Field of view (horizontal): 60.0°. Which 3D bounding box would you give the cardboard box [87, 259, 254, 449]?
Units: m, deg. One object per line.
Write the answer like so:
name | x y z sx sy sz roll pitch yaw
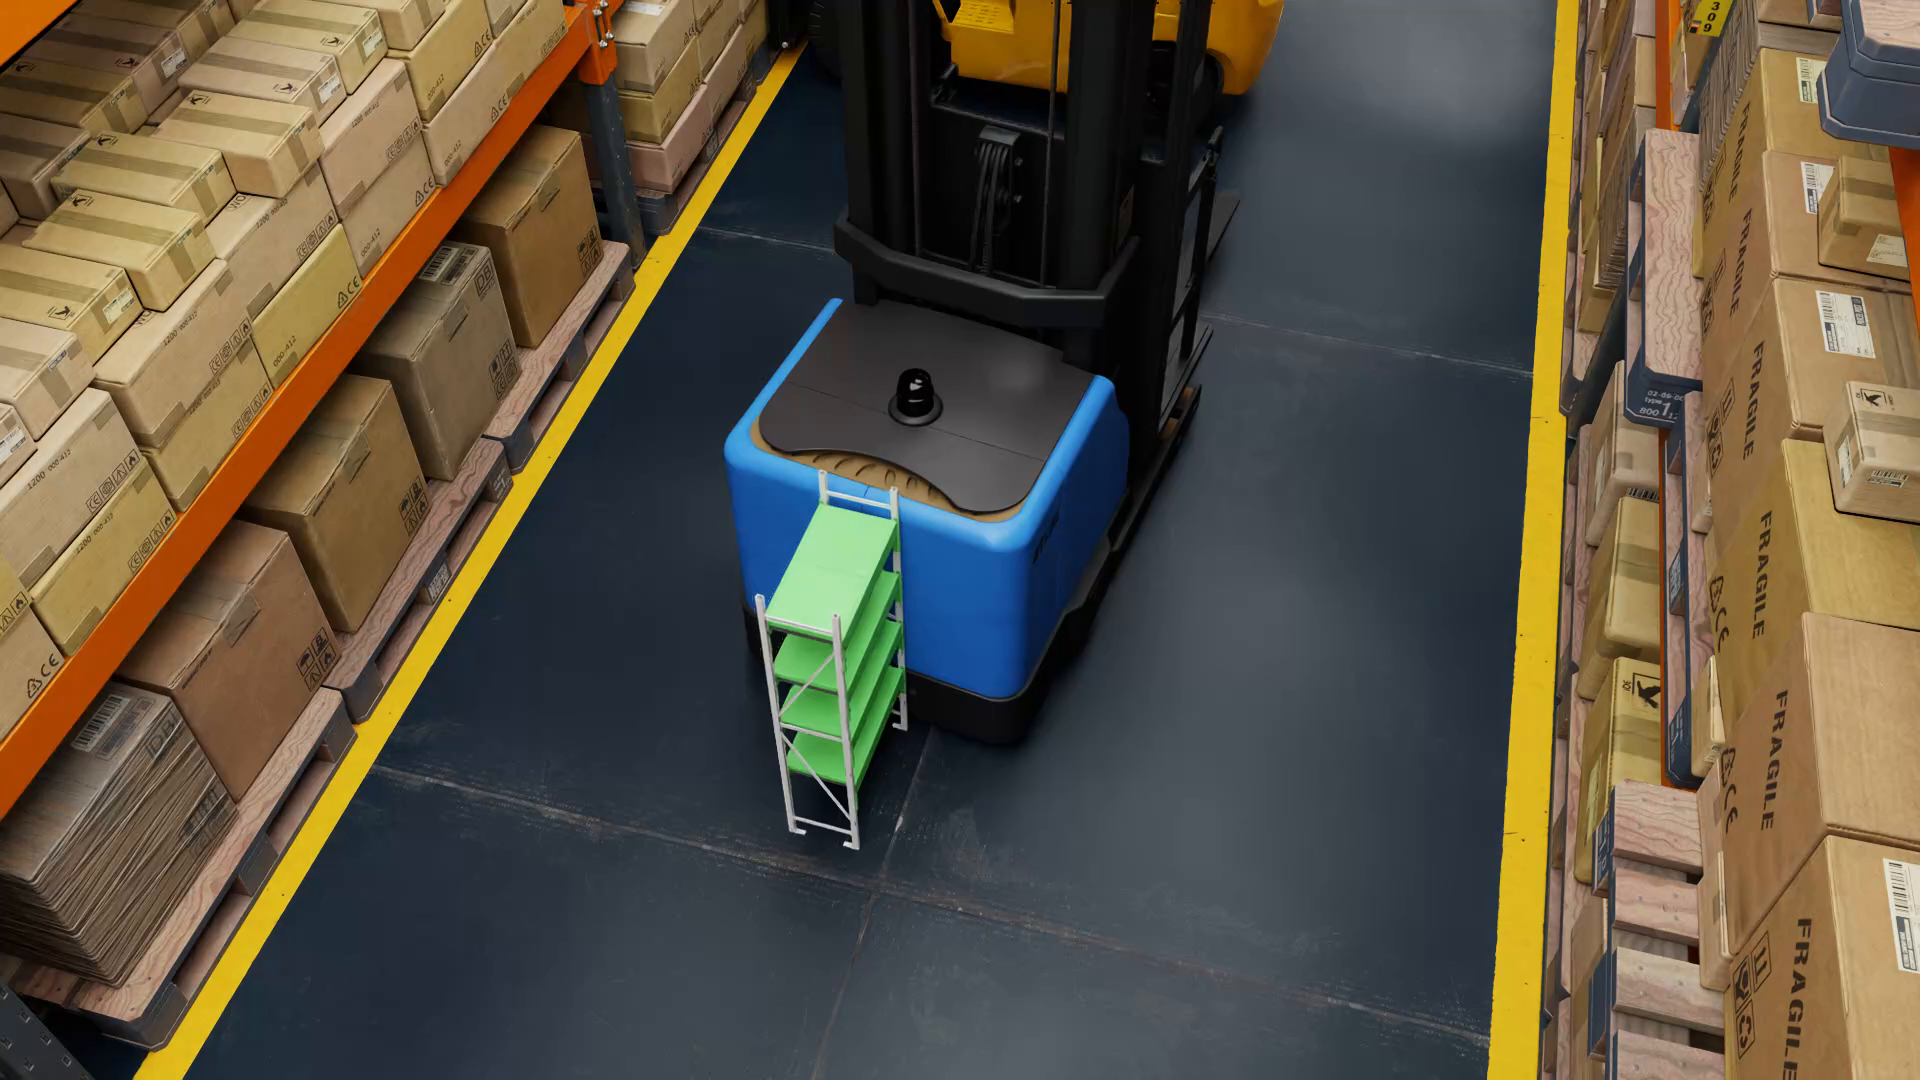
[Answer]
cardboard box | -2.295 -0.544 4.496 0.500 0.250 0.500 10 49 9

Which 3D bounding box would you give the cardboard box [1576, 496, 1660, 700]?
cardboard box | 2.585 0.296 5.461 0.950 0.372 0.625 14 50 12

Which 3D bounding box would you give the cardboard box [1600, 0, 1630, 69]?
cardboard box | 3.201 -2.419 7.438 0.500 0.500 0.500 12 50 11

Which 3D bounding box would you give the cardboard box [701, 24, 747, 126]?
cardboard box | -1.318 -2.196 7.741 0.500 0.250 0.500 11 49 9

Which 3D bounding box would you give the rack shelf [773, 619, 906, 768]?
rack shelf | -0.367 0.441 5.144 0.258 0.148 0.480 13 50 11

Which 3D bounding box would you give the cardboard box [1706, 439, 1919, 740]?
cardboard box | 1.962 0.162 3.561 0.500 0.500 0.500 9 49 7

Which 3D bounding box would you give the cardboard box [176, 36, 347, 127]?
cardboard box | -2.067 -1.339 4.932 0.380 0.149 0.250 12 50 10

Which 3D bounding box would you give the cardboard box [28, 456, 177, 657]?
cardboard box | -2.446 -0.005 4.354 0.500 0.250 0.500 11 49 9

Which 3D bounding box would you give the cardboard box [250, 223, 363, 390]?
cardboard box | -2.179 -0.754 5.014 0.500 0.250 0.500 13 50 11

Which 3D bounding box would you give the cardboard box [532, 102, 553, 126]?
cardboard box | -1.953 -2.099 7.323 0.500 0.250 0.500 11 49 9

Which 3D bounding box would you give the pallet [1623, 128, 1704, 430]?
pallet | 2.565 -0.748 5.037 1.003 0.211 1.213 12 50 10

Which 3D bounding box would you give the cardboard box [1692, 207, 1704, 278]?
cardboard box | 2.382 -0.875 4.909 0.380 0.149 0.250 12 50 11

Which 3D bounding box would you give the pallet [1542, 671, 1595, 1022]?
pallet | 2.384 1.036 5.195 1.003 0.211 1.213 12 50 10

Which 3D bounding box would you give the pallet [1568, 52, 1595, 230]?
pallet | 3.368 -1.791 7.690 1.003 0.211 1.213 12 50 10

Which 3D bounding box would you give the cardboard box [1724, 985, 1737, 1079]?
cardboard box | 1.714 1.010 3.245 0.380 0.149 0.250 12 50 11

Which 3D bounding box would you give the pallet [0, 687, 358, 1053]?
pallet | -2.682 0.916 5.301 1.003 0.211 1.213 12 50 10

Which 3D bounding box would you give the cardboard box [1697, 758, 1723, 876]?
cardboard box | 1.811 0.639 3.573 0.380 0.149 0.250 9 49 8

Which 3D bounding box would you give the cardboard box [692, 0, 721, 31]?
cardboard box | -1.309 -2.528 7.367 0.500 0.250 0.500 12 50 10

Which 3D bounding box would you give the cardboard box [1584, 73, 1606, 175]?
cardboard box | 3.072 -1.799 7.391 0.500 0.250 0.500 12 50 11

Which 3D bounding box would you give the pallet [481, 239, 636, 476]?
pallet | -2.039 -0.849 6.858 1.003 0.211 1.213 12 50 10

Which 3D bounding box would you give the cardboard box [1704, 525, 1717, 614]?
cardboard box | 2.044 0.082 4.064 0.380 0.149 0.250 10 49 9

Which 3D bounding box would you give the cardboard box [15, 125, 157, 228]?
cardboard box | -2.679 -1.009 4.906 0.500 0.250 0.500 11 49 9

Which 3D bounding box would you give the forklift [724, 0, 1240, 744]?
forklift | 0.311 -1.413 5.542 1.130 2.935 3.031 18 51 15

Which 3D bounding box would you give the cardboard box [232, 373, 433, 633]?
cardboard box | -2.417 -0.182 5.713 0.875 0.625 0.625 10 49 8

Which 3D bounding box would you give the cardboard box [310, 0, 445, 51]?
cardboard box | -1.866 -1.696 5.247 0.380 0.149 0.250 10 49 9

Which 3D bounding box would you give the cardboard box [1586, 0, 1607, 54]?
cardboard box | 3.339 -2.561 8.064 0.500 0.250 0.500 13 50 11

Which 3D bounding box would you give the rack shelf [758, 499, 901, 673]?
rack shelf | -0.367 0.125 4.783 0.258 0.148 0.480 13 50 11

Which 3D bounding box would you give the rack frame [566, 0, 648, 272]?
rack frame | -1.883 -2.312 6.290 1.000 3.000 0.127 12 50 10

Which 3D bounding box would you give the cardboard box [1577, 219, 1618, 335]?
cardboard box | 2.803 -1.045 6.726 0.500 0.250 0.500 14 50 12

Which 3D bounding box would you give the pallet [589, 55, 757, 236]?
pallet | -1.633 -1.956 7.836 1.003 0.211 1.213 12 50 10

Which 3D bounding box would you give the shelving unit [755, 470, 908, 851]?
shelving unit | -0.367 0.399 5.096 0.258 1.200 0.503 13 50 11

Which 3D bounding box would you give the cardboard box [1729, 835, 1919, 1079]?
cardboard box | 1.705 0.904 2.906 0.500 0.500 0.500 10 49 9

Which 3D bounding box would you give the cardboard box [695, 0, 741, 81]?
cardboard box | -1.327 -2.360 7.553 0.500 0.250 0.500 11 50 10

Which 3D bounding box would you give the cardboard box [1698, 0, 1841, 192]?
cardboard box | 2.506 -1.323 4.872 0.500 0.500 0.500 13 50 11

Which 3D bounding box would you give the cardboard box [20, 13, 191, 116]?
cardboard box | -2.569 -1.436 5.018 0.380 0.149 0.250 11 50 10

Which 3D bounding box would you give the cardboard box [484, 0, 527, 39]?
cardboard box | -1.766 -2.022 5.801 0.500 0.250 0.500 11 49 9

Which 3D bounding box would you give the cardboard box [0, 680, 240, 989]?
cardboard box | -2.759 0.780 4.865 0.875 0.625 0.625 13 50 11

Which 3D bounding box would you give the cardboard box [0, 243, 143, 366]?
cardboard box | -2.362 -0.603 4.282 0.380 0.149 0.250 12 50 10

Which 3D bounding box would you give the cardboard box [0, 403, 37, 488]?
cardboard box | -2.456 -0.223 3.947 0.380 0.149 0.250 13 50 11

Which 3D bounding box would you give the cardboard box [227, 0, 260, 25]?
cardboard box | -2.418 -1.795 5.334 0.380 0.149 0.250 11 50 10

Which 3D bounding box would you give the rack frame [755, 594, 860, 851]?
rack frame | -0.440 0.574 4.943 0.240 1.200 0.015 13 50 11

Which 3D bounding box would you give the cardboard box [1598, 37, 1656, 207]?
cardboard box | 2.935 -1.662 6.770 0.500 0.500 0.500 12 50 11

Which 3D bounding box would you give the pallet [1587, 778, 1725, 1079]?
pallet | 1.938 1.085 3.420 1.213 0.211 1.003 12 50 10

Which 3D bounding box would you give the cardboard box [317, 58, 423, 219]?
cardboard box | -2.034 -1.280 5.146 0.500 0.250 0.500 12 50 11

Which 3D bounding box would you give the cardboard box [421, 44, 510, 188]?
cardboard box | -1.890 -1.482 5.657 0.500 0.250 0.500 11 50 10

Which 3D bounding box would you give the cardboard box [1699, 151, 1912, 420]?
cardboard box | 2.232 -0.606 4.239 0.500 0.500 0.500 11 50 10

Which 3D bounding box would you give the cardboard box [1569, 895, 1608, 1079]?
cardboard box | 2.198 1.347 4.534 0.950 0.372 0.625 11 49 9

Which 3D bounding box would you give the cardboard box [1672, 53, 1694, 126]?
cardboard box | 2.697 -1.545 5.780 0.380 0.149 0.250 11 50 10

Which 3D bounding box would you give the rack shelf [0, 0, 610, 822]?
rack shelf | -2.410 -0.627 5.283 1.077 0.370 4.000 12 50 10

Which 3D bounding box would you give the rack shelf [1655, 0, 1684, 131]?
rack shelf | 3.433 -2.544 6.974 1.077 0.370 4.000 12 50 10

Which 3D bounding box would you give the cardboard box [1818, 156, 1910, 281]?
cardboard box | 2.255 -0.744 3.928 0.380 0.149 0.250 14 50 12

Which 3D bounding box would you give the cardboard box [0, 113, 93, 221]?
cardboard box | -2.660 -1.056 4.682 0.380 0.149 0.250 13 50 11

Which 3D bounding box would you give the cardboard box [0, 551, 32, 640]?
cardboard box | -2.559 0.198 3.842 0.500 0.250 0.500 12 50 10

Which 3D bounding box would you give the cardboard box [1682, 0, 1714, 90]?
cardboard box | 2.783 -1.837 5.606 0.500 0.500 0.500 10 49 9

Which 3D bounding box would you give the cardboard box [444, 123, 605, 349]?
cardboard box | -2.010 -1.286 6.688 0.875 0.625 0.625 14 50 12

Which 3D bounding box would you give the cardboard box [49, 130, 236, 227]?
cardboard box | -2.263 -0.982 4.617 0.380 0.149 0.250 12 50 10

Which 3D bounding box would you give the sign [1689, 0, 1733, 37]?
sign | 2.381 -1.723 5.193 0.100 0.325 0.005 12 50 10
